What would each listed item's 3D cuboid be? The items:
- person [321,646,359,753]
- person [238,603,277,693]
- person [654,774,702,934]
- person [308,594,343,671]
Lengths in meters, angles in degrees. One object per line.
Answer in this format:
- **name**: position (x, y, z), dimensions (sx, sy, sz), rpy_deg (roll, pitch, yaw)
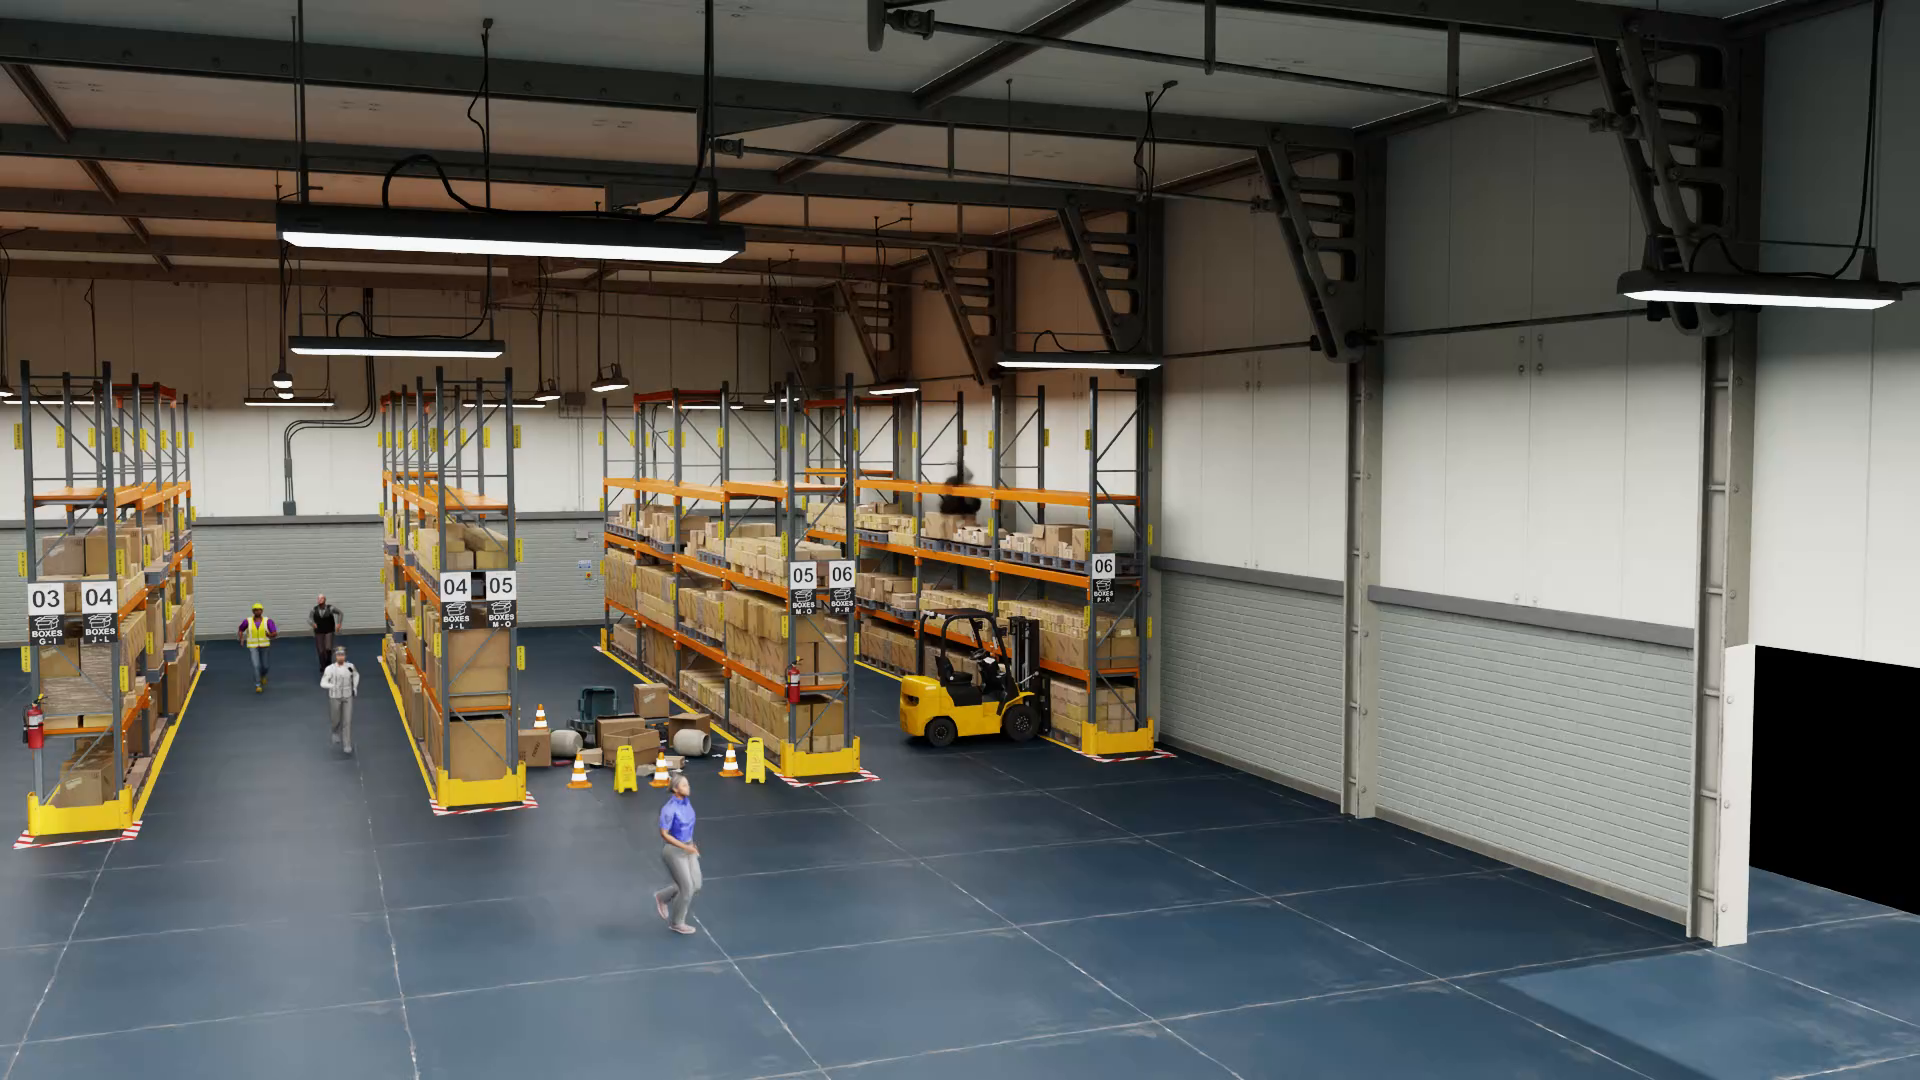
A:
- **person**: position (-9.888, 2.523, 26.593), dimensions (0.617, 1.667, 0.958), rpy_deg (-2, 4, -29)
- **person**: position (-13.952, 2.134, 33.067), dimensions (0.713, 1.745, 0.894), rpy_deg (-2, 4, -27)
- **person**: position (-2.872, 3.182, 16.905), dimensions (0.568, 1.616, 0.571), rpy_deg (1, 4, 16)
- **person**: position (-13.659, 2.008, 35.760), dimensions (0.681, 1.677, 0.761), rpy_deg (-1, 3, -10)
